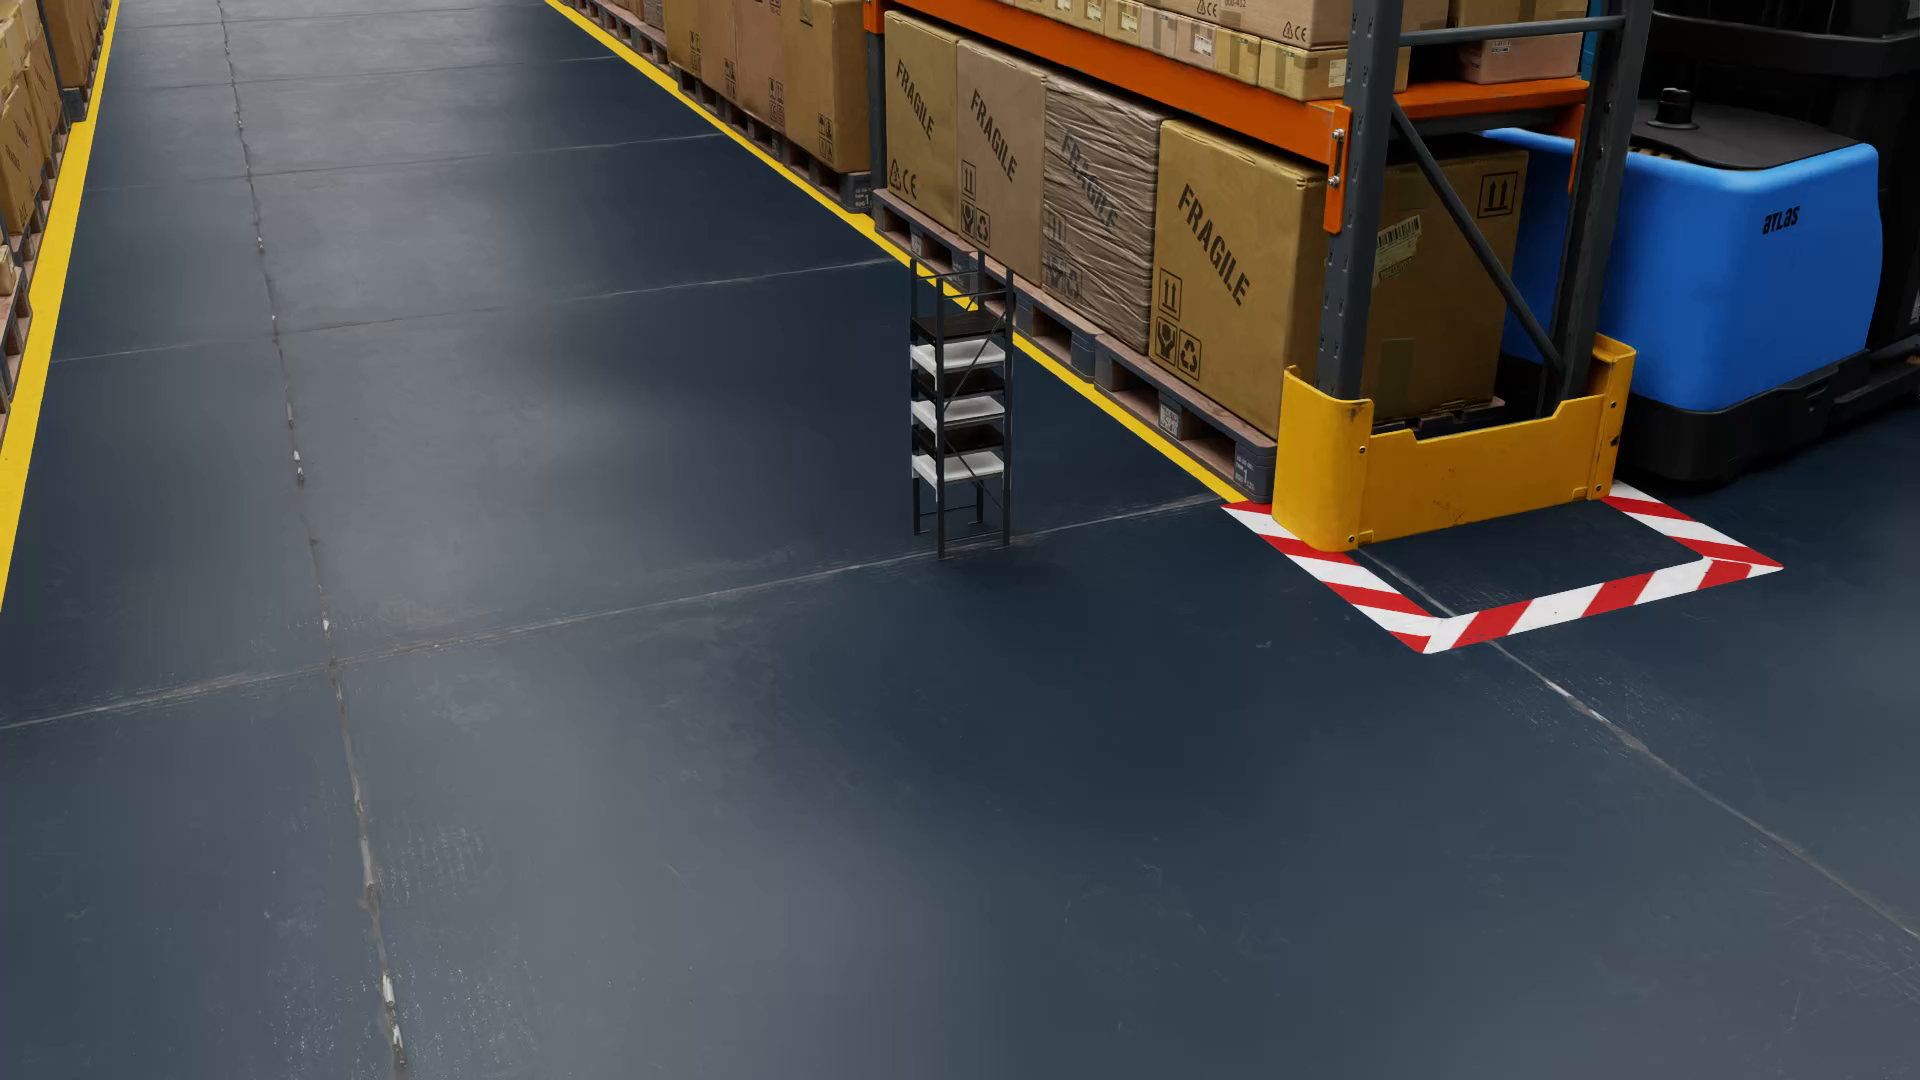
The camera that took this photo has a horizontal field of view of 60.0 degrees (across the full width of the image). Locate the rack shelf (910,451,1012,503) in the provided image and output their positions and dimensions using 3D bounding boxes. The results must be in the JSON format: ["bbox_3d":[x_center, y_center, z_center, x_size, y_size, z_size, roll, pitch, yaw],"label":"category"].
[{"bbox_3d":[0.003,-0.209,5.139,0.258,0.077,0.200,-11,28,-21],"label":"rack shelf"}]

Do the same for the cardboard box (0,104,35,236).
[{"bbox_3d":[-4.628,-1.691,7.665,0.500,0.500,0.500,-9,28,-19],"label":"cardboard box"}]

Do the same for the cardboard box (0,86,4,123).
[{"bbox_3d":[-4.629,-2.028,7.500,0.500,0.250,0.500,-12,28,-23],"label":"cardboard box"}]

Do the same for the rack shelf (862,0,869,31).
[{"bbox_3d":[-0.762,-3.577,9.978,1.077,0.370,4.000,-11,28,-21],"label":"rack shelf"}]

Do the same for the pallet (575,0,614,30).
[{"bbox_3d":[-2.806,-4.756,14.749,1.003,0.211,1.213,-11,28,-21],"label":"pallet"}]

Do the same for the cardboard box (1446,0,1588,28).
[{"bbox_3d":[1.648,-1.785,5.318,0.500,0.250,0.500,-11,28,-22],"label":"cardboard box"}]

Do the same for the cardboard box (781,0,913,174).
[{"bbox_3d":[-0.248,-2.582,9.062,1.225,0.875,0.875,-10,28,-20],"label":"cardboard box"}]

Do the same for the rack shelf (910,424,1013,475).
[{"bbox_3d":[0.003,-0.290,5.100,0.258,0.077,0.200,-11,28,-21],"label":"rack shelf"}]

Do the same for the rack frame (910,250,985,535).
[{"bbox_3d":[-0.037,-0.442,5.130,0.240,0.900,0.006,-11,28,-21],"label":"rack frame"}]

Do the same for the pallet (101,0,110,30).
[{"bbox_3d":[-7.941,-4.579,14.387,1.003,0.211,1.213,-11,28,-21],"label":"pallet"}]

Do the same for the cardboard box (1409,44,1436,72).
[{"bbox_3d":[1.650,-1.669,5.535,0.380,0.149,0.250,-11,28,-21],"label":"cardboard box"}]

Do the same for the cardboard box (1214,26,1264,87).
[{"bbox_3d":[1.041,-1.557,5.307,0.380,0.149,0.250,-10,28,-20],"label":"cardboard box"}]

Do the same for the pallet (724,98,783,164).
[{"bbox_3d":[-0.832,-2.632,10.400,1.003,0.211,1.213,-11,28,-21],"label":"pallet"}]

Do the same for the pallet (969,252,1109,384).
[{"bbox_3d":[0.728,-1.026,7.111,1.003,0.211,1.213,-11,28,-21],"label":"pallet"}]

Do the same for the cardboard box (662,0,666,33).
[{"bbox_3d":[-1.826,-4.049,12.472,0.700,0.500,0.500,-12,29,-23],"label":"cardboard box"}]

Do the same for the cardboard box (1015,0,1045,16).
[{"bbox_3d":[0.442,-2.175,6.571,0.380,0.149,0.250,-11,28,-22],"label":"cardboard box"}]

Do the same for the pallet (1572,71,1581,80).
[{"bbox_3d":[4.314,-3.010,11.174,1.003,0.211,1.213,-11,28,-21],"label":"pallet"}]

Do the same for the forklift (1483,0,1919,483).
[{"bbox_3d":[3.269,-2.017,6.040,3.031,2.935,1.130,-19,32,-34],"label":"forklift"}]

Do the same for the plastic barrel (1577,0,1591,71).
[{"bbox_3d":[4.103,-3.698,11.319,0.600,0.901,0.708,-11,28,-21],"label":"plastic barrel"}]

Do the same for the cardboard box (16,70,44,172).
[{"bbox_3d":[-5.054,-2.113,8.530,0.500,0.500,0.500,-10,28,-20],"label":"cardboard box"}]

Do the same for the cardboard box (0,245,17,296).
[{"bbox_3d":[-4.116,-1.089,6.833,0.380,0.149,0.250,-10,28,-20],"label":"cardboard box"}]

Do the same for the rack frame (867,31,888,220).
[{"bbox_3d":[0.021,-3.093,8.166,1.000,3.000,0.127,-11,28,-21],"label":"rack frame"}]

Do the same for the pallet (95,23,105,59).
[{"bbox_3d":[-7.344,-3.960,13.119,1.003,0.211,1.213,-11,28,-21],"label":"pallet"}]

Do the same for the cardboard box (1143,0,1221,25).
[{"bbox_3d":[0.955,-1.899,5.553,0.500,0.250,0.500,-11,28,-21],"label":"cardboard box"}]

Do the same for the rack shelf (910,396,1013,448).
[{"bbox_3d":[0.003,-0.371,5.060,0.258,0.077,0.200,-11,28,-21],"label":"rack shelf"}]

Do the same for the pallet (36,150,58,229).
[{"bbox_3d":[-5.370,-1.836,8.770,1.003,0.211,1.213,-11,28,-21],"label":"pallet"}]

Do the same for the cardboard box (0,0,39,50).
[{"bbox_3d":[-5.432,-2.866,9.216,0.500,0.250,0.500,-10,28,-20],"label":"cardboard box"}]

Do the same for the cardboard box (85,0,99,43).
[{"bbox_3d":[-7.015,-4.064,12.240,1.050,0.750,0.750,-11,28,-21],"label":"cardboard box"}]

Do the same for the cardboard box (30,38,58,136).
[{"bbox_3d":[-5.451,-2.531,9.385,0.500,0.500,0.500,-9,28,-19],"label":"cardboard box"}]

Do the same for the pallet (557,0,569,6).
[{"bbox_3d":[-3.408,-5.335,15.936,1.003,0.211,1.213,-11,28,-21],"label":"pallet"}]

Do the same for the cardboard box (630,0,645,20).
[{"bbox_3d":[-2.284,-4.499,13.393,0.700,0.500,0.500,-8,27,-16],"label":"cardboard box"}]

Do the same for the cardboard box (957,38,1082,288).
[{"bbox_3d":[0.558,-1.683,7.222,0.875,0.875,0.875,-11,28,-21],"label":"cardboard box"}]

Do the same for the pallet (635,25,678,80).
[{"bbox_3d":[-1.850,-3.771,12.732,1.003,0.211,1.213,-11,28,-21],"label":"pallet"}]

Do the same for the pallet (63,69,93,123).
[{"bbox_3d":[-6.388,-2.975,11.102,1.003,0.211,1.213,-11,28,-21],"label":"pallet"}]

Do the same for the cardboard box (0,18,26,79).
[{"bbox_3d":[-5.035,-2.449,8.363,0.500,0.250,0.500,-9,28,-19],"label":"cardboard box"}]

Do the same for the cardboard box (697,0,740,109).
[{"bbox_3d":[-0.953,-3.298,10.530,1.225,0.875,0.875,-10,28,-20],"label":"cardboard box"}]

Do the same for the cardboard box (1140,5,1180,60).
[{"bbox_3d":[0.847,-1.760,5.723,0.380,0.149,0.250,-10,28,-20],"label":"cardboard box"}]

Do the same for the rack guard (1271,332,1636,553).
[{"bbox_3d":[1.597,-0.345,5.387,1.175,0.500,0.348,-11,28,-21],"label":"rack guard"}]

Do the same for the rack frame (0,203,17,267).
[{"bbox_3d":[-4.583,-2.282,6.504,1.000,3.000,0.127,-11,28,-21],"label":"rack frame"}]

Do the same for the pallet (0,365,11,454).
[{"bbox_3d":[-3.805,-0.270,5.563,1.003,0.211,1.213,-11,28,-21],"label":"pallet"}]

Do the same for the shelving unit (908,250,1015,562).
[{"bbox_3d":[0.003,-0.401,5.046,0.258,0.900,0.210,-11,28,-21],"label":"shelving unit"}]

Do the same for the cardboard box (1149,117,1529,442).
[{"bbox_3d":[1.263,-0.957,5.734,0.875,0.875,0.875,-11,28,-21],"label":"cardboard box"}]

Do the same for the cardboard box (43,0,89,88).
[{"bbox_3d":[-6.305,-3.336,10.748,1.050,0.750,0.750,-11,28,-21],"label":"cardboard box"}]

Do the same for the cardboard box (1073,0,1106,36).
[{"bbox_3d":[0.641,-1.969,6.151,0.380,0.149,0.250,-10,28,-20],"label":"cardboard box"}]
